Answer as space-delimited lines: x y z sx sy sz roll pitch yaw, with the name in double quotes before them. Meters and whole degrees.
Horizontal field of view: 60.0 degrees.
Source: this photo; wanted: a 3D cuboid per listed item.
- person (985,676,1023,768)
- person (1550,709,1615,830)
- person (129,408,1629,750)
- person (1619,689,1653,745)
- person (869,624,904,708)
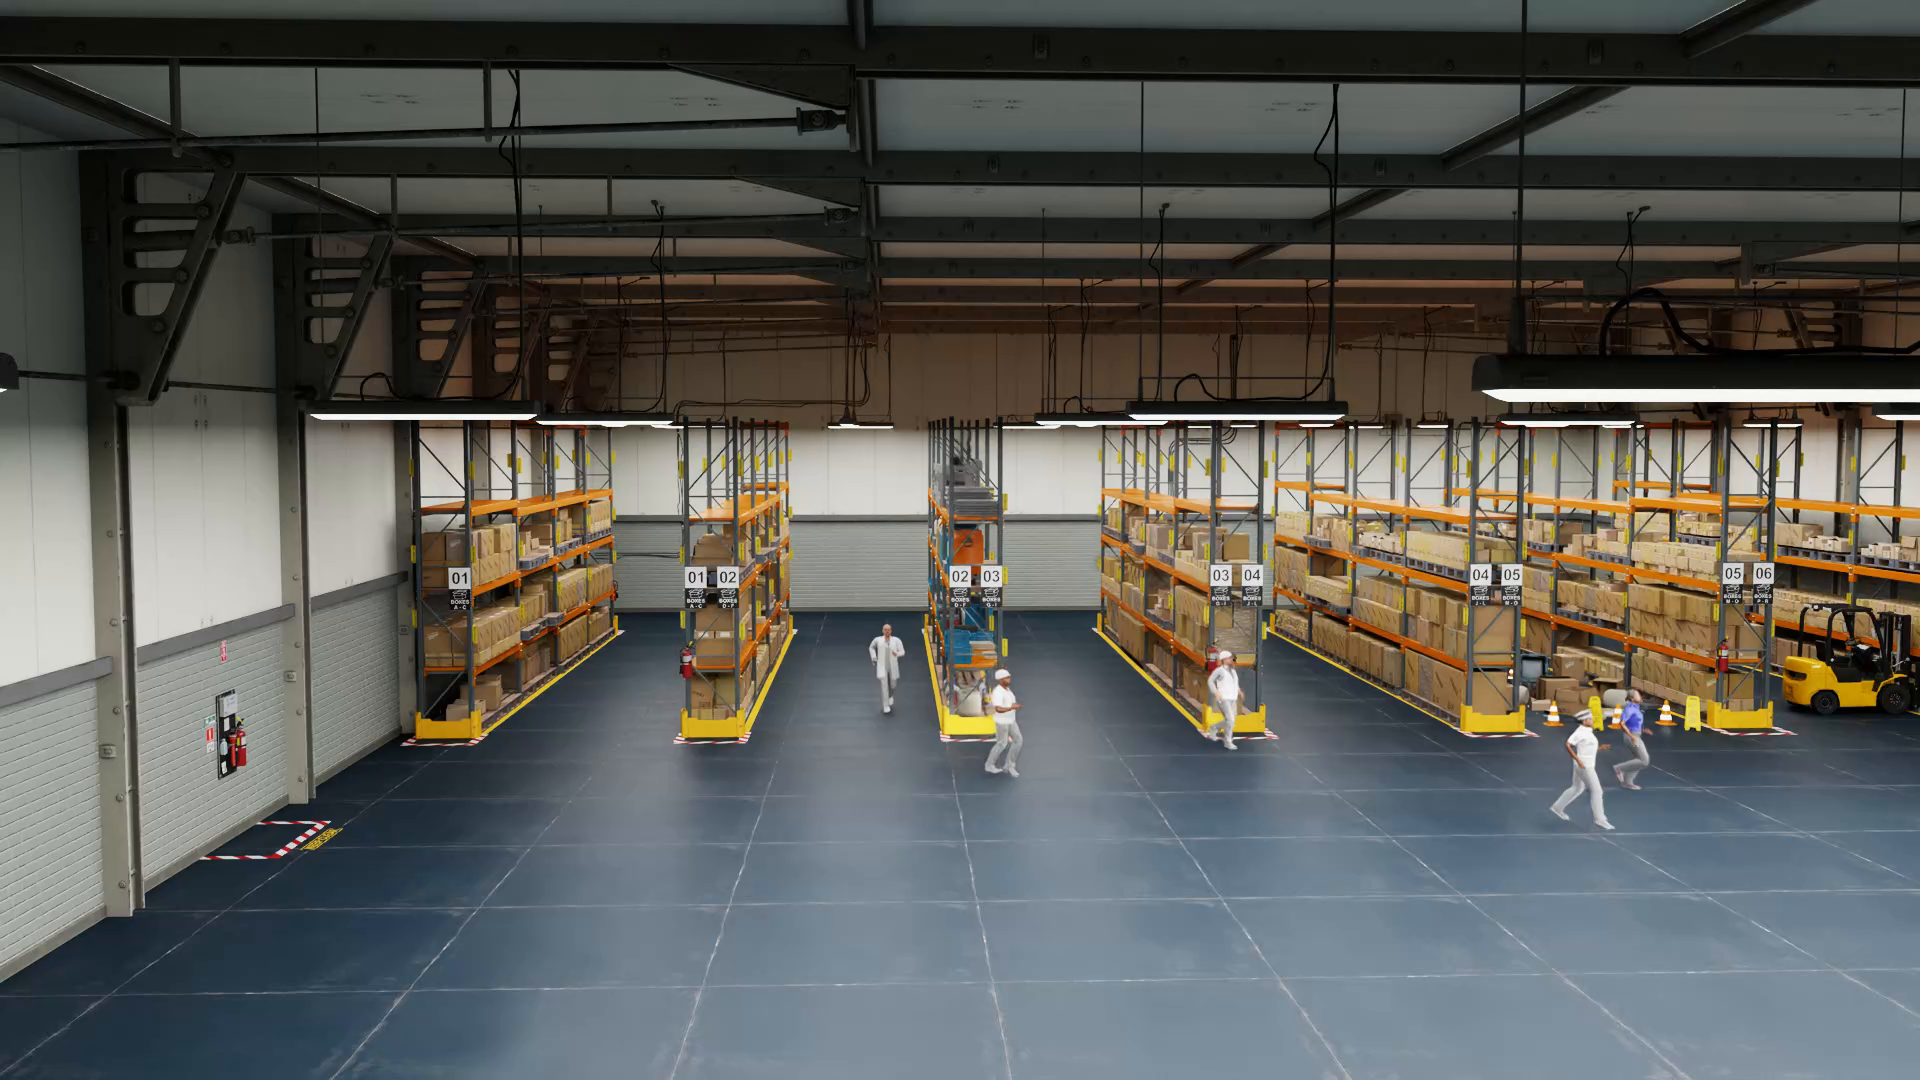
"person" 0.754 2.986 27.557 0.706 1.615 0.662 2 4 25
"person" 9.029 3.290 24.037 0.853 1.721 0.522 1 4 21
"person" -0.067 0.934 27.528 25.503 6.010 11.012 -3 5 -42
"person" 10.809 2.812 26.542 0.481 0.834 0.574 2 4 27
"person" -1.499 2.570 34.113 0.715 1.687 0.834 0 4 -7
